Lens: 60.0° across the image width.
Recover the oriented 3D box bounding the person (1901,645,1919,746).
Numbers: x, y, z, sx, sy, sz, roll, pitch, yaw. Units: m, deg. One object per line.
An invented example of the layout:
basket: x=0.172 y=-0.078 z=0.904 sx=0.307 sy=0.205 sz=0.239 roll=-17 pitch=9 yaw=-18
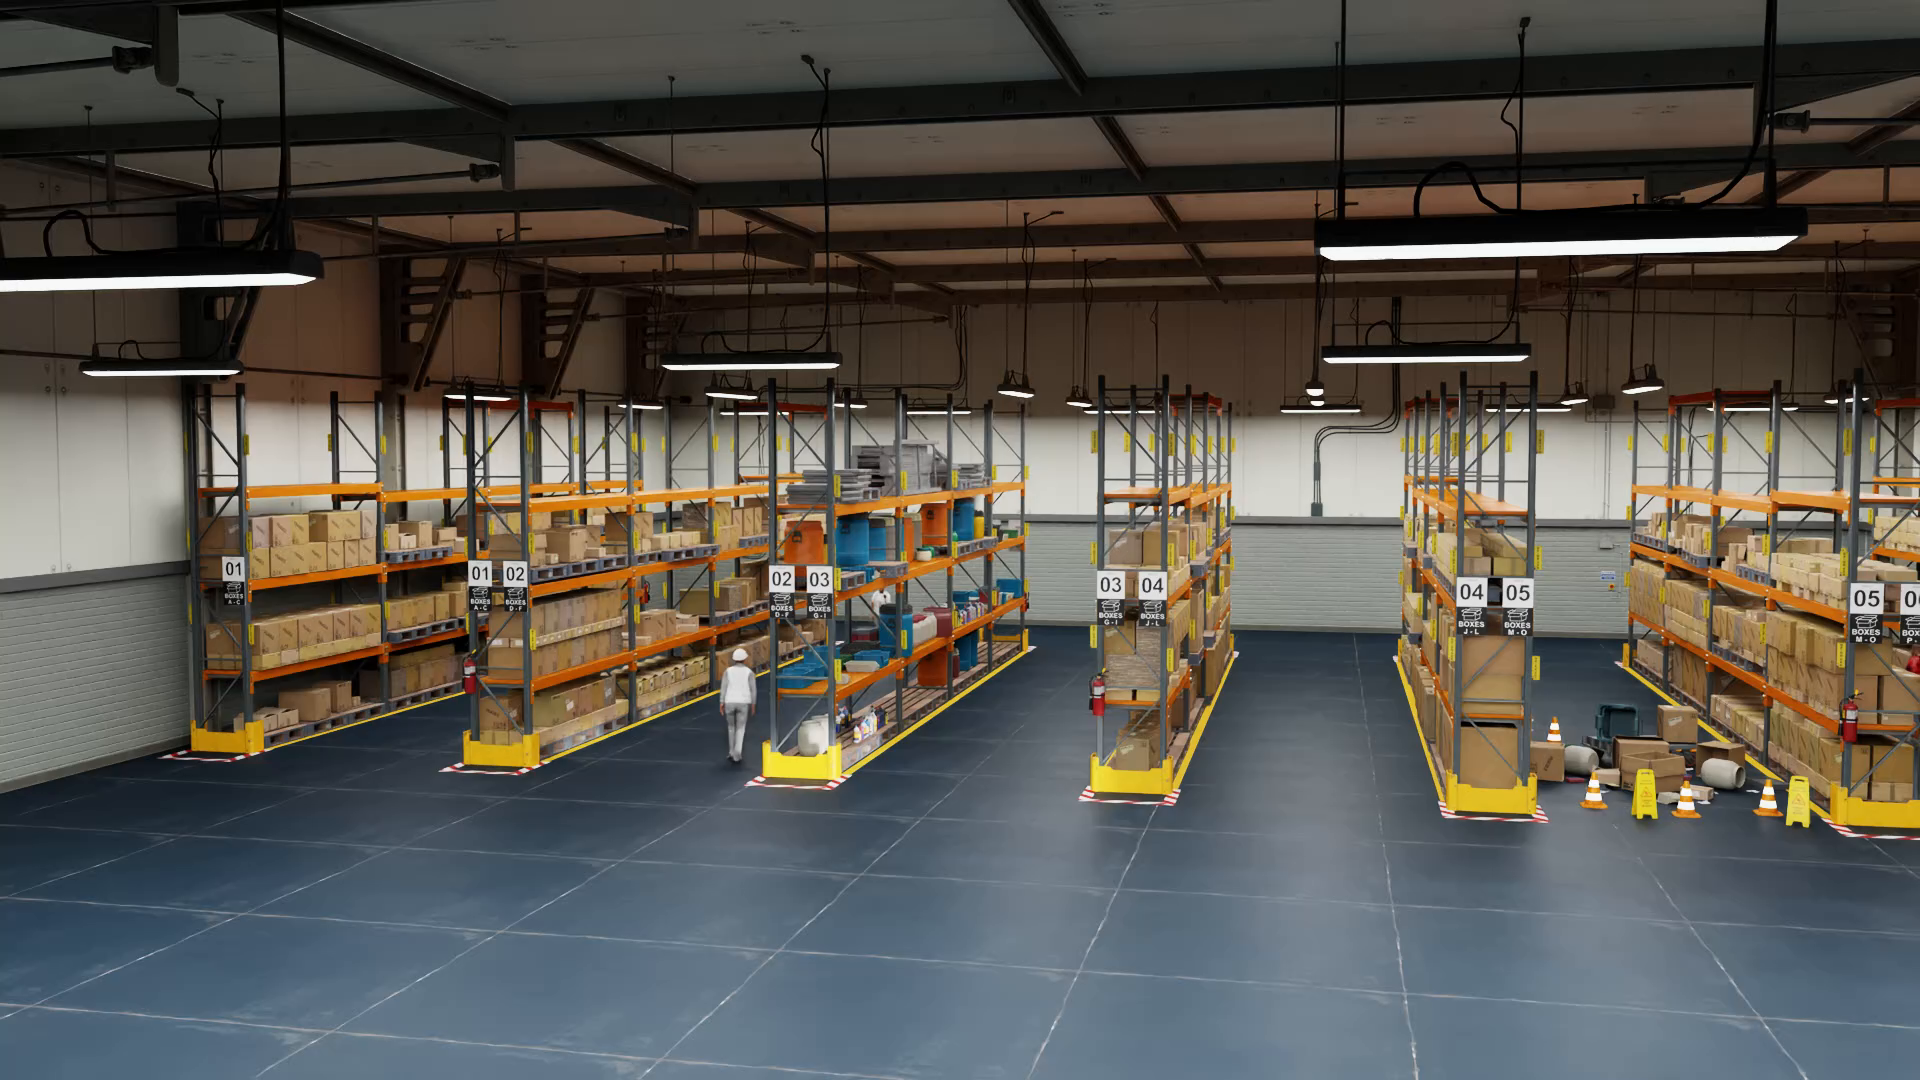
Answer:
person: x=15.892 y=2.599 z=27.553 sx=0.541 sy=1.785 sz=0.599 roll=0 pitch=3 yaw=5

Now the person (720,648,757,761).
person: x=-3.512 y=2.636 z=26.371 sx=0.566 sy=1.821 sz=0.613 roll=0 pitch=3 yaw=5

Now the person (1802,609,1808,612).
person: x=18.423 y=2.173 z=35.952 sx=0.414 sy=1.618 sz=0.632 roll=-2 pitch=4 yaw=-31

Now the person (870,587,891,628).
person: x=-1.952 y=1.826 z=41.174 sx=0.484 sy=1.603 sz=1.043 roll=1 pitch=3 yaw=12
